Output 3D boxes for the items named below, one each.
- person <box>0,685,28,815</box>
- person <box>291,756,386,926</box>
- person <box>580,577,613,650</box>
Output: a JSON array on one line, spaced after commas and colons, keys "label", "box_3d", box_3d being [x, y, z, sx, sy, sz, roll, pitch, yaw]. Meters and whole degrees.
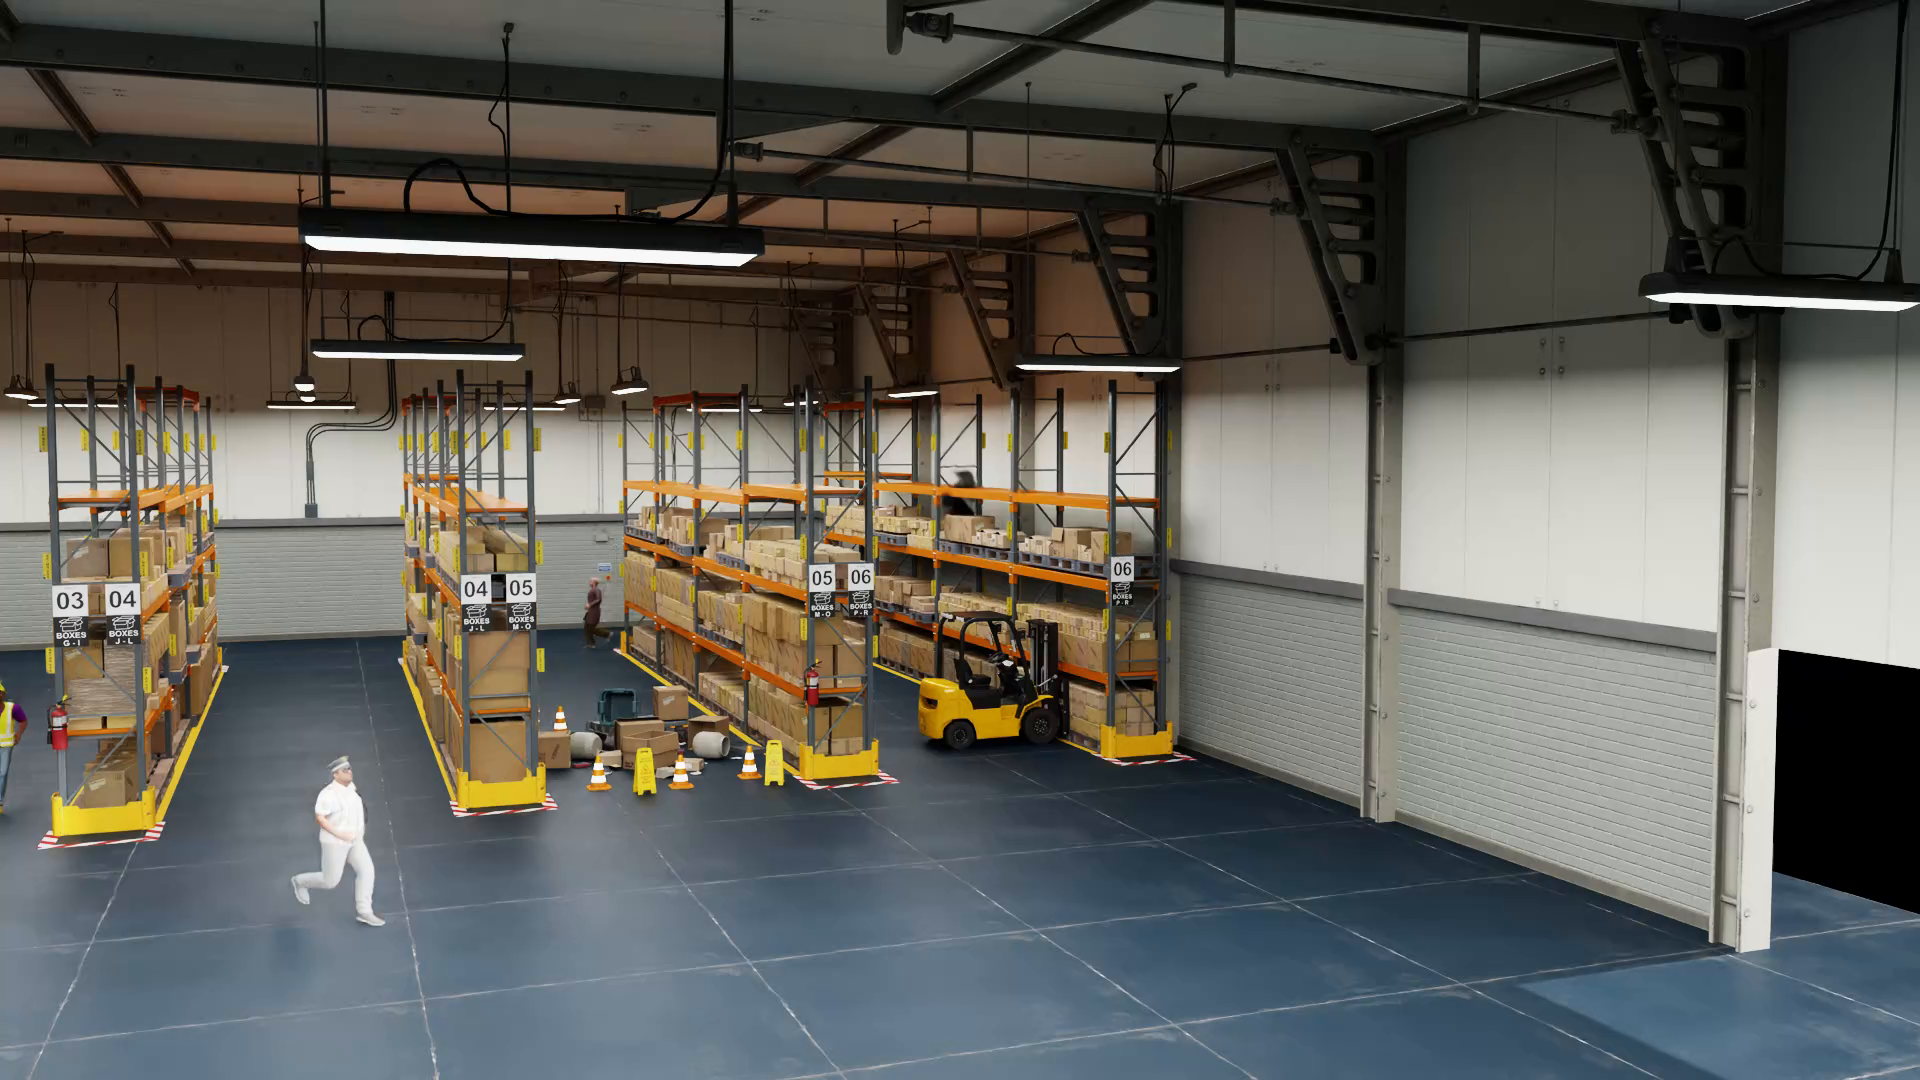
[{"label": "person", "box_3d": [-13.168, 2.828, 22.759, 0.688, 1.736, 0.944, -1, 4, -19]}, {"label": "person", "box_3d": [-6.485, 3.135, 17.359, 1.024, 1.779, 0.642, 1, 4, 19]}, {"label": "person", "box_3d": [-8.815, 1.781, 40.318, 0.786, 1.764, 0.708, -1, 4, -21]}]
